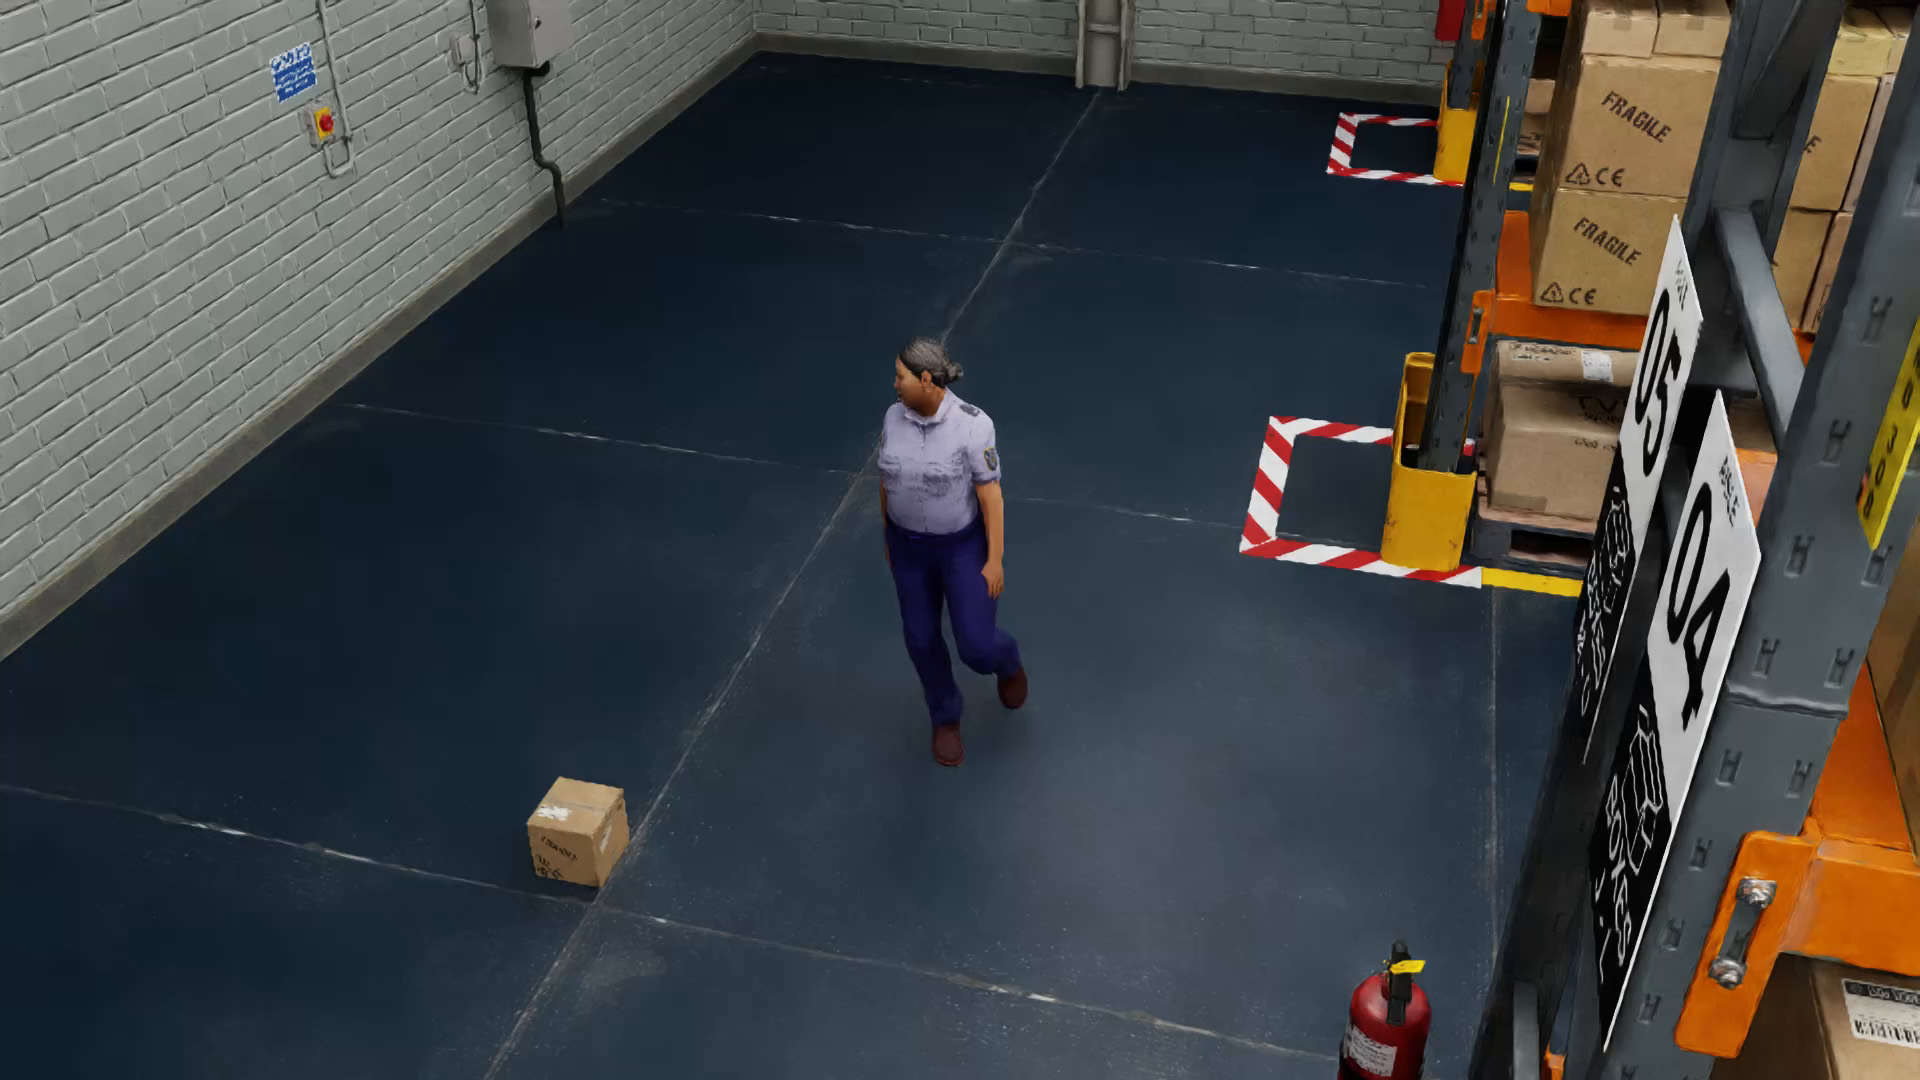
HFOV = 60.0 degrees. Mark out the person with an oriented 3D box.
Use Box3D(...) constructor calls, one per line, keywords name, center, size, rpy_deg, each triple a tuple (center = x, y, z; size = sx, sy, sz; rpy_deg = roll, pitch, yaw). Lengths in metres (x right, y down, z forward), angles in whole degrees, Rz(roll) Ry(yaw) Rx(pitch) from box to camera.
Box3D(name="person", center=(-0.059, 0.046, 6.124), size=(0.561, 1.614, 0.501), rpy_deg=(12, 35, 17))
